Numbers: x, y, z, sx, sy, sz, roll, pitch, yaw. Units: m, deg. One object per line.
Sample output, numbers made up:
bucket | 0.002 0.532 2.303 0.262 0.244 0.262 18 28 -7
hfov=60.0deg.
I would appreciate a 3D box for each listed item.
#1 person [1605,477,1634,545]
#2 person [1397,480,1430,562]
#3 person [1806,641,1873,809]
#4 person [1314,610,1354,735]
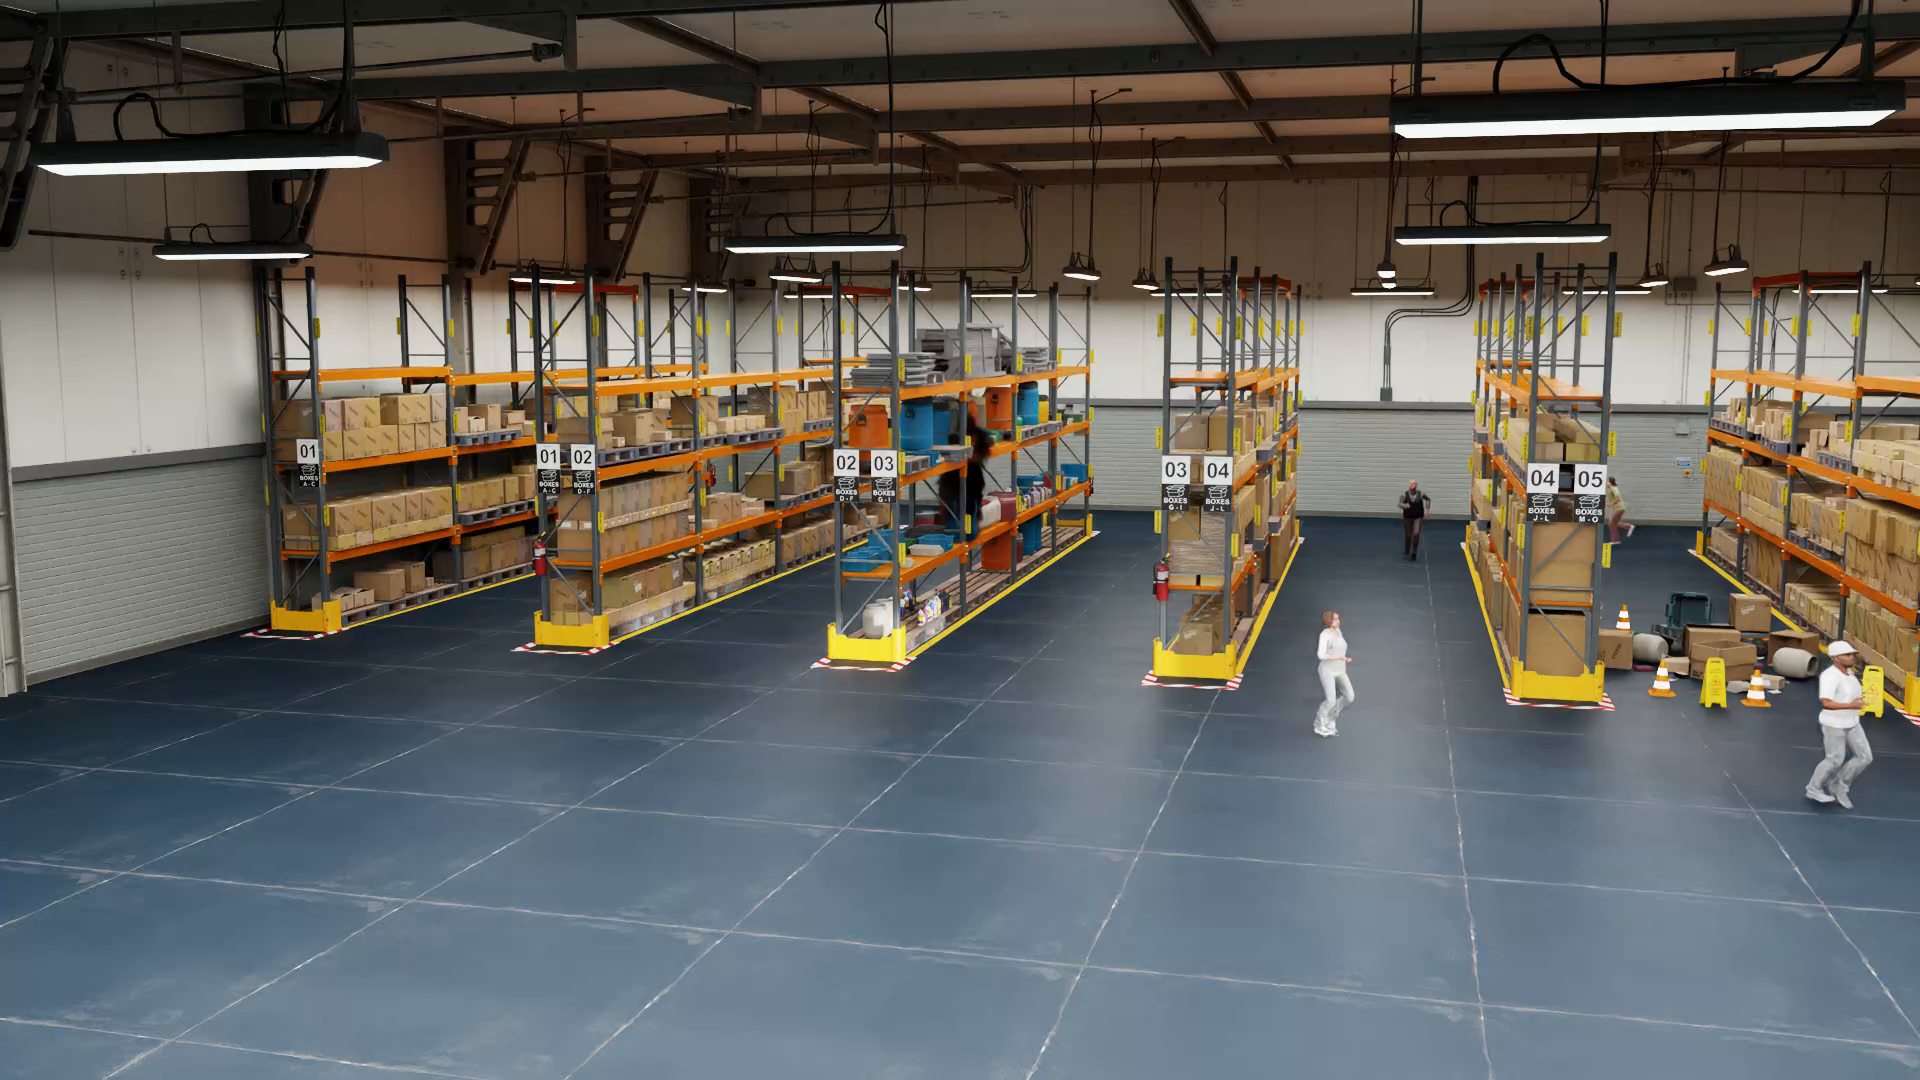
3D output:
person | 15.313 -0.664 38.627 0.711 1.608 0.574 1 7 9
person | 9.872 -0.439 36.214 0.663 1.767 0.912 3 8 21
person | 9.228 1.945 17.358 0.676 1.788 0.668 -5 9 -34
person | 4.599 1.646 20.357 0.519 1.551 0.580 -6 9 -40
